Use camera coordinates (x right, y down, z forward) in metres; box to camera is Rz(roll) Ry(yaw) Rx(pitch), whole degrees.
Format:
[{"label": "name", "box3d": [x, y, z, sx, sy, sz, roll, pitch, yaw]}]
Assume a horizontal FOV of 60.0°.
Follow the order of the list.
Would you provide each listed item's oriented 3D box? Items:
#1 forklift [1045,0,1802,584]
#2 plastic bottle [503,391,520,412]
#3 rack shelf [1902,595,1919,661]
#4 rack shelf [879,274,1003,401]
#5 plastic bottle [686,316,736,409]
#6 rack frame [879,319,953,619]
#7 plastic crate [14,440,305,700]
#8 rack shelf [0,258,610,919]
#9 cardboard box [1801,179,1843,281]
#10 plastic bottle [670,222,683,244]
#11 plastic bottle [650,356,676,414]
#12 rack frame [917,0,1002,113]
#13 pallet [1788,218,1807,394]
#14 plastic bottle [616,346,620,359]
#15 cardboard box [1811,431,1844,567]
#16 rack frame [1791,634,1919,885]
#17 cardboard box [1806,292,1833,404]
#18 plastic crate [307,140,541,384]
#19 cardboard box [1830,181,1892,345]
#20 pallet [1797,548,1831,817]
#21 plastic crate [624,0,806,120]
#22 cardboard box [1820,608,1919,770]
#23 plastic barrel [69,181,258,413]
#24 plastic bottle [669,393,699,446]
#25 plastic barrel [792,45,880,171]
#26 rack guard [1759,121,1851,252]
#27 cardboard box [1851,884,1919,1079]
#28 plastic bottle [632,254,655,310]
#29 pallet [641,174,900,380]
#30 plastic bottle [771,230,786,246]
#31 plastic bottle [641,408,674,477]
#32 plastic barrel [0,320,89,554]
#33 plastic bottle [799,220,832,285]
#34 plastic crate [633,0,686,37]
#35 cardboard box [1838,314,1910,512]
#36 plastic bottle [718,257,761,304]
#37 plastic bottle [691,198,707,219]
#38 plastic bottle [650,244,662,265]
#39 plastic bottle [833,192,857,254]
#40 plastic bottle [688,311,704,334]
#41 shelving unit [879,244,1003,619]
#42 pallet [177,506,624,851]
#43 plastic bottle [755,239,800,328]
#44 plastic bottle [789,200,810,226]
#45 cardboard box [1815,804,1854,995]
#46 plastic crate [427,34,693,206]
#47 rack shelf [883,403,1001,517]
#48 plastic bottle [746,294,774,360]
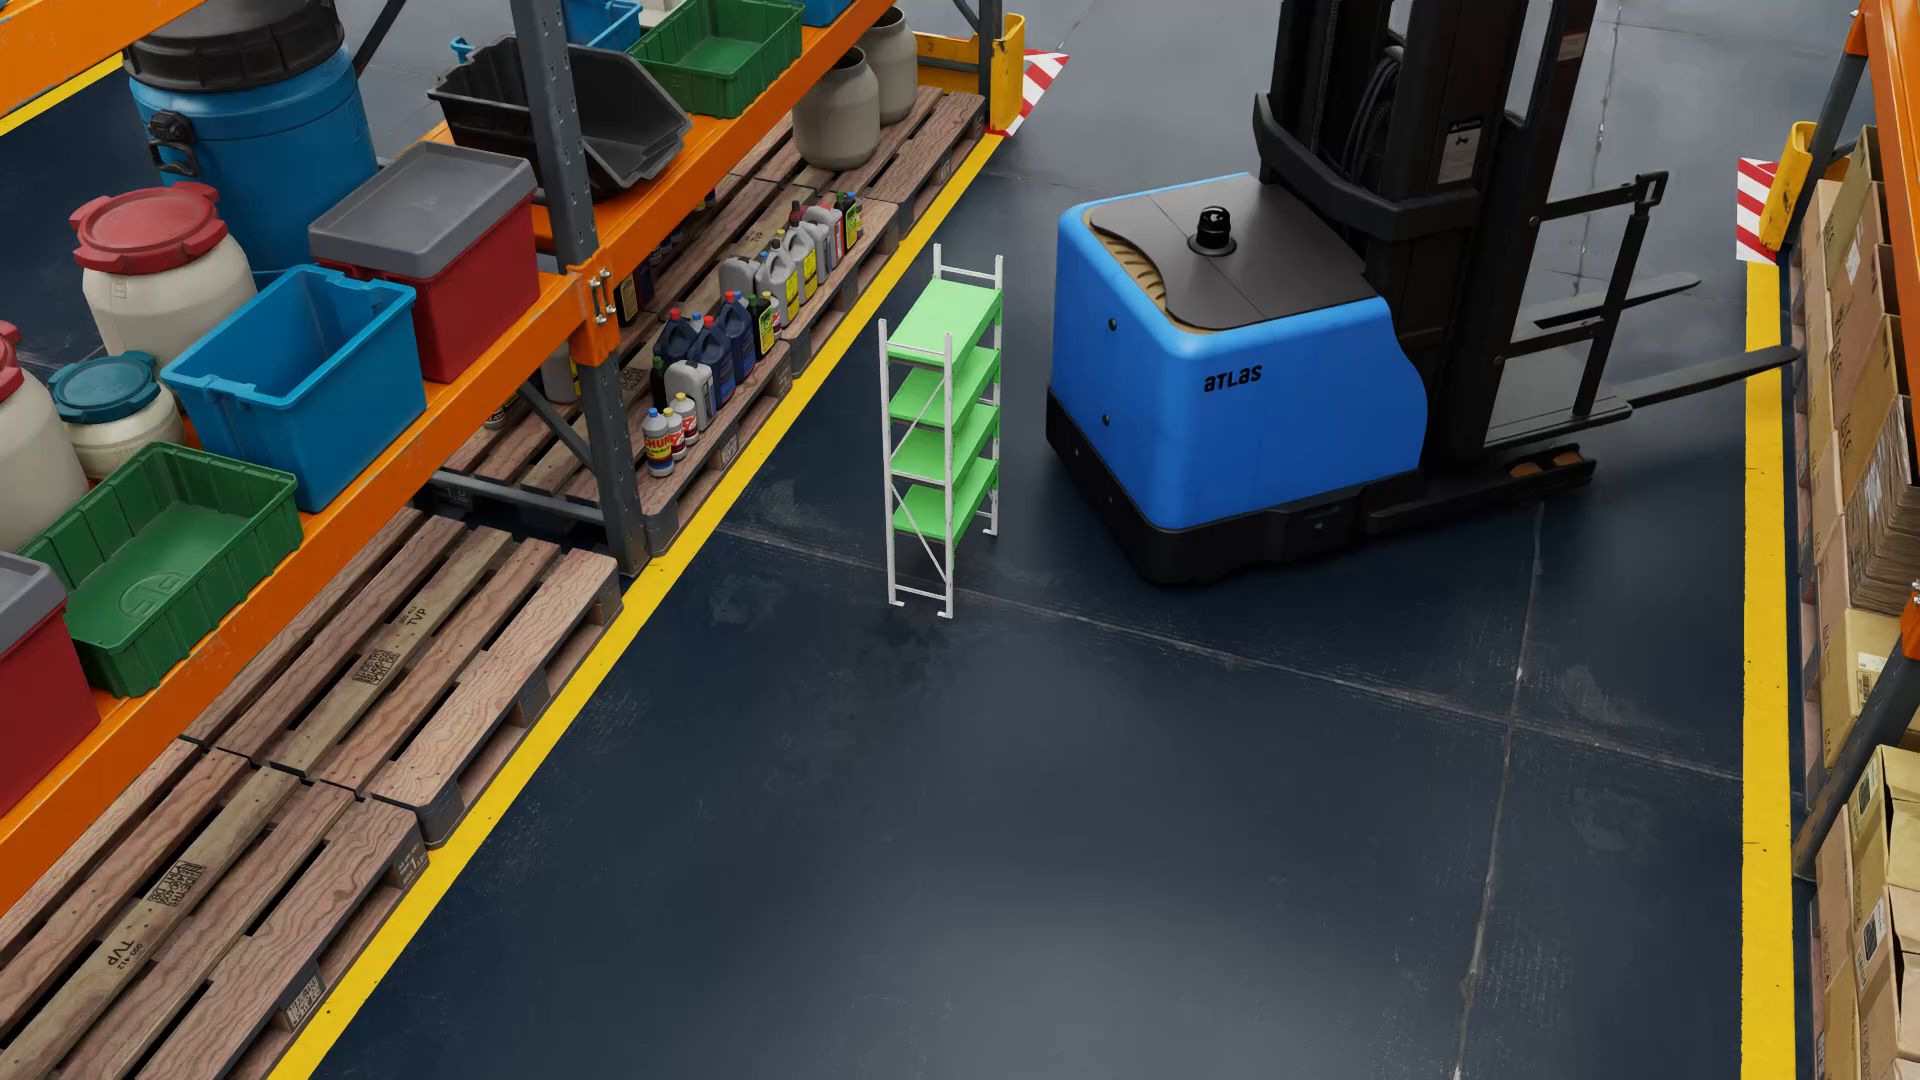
[{"label": "forklift", "box3d": [1.912, -1.554, 5.814, 3.031, 2.935, 1.130, -14, 42, -16]}, {"label": "plastic bottle", "box3d": [-1.784, -0.643, 6.447, 0.061, 0.283, 0.133, 15, 43, 17]}, {"label": "rack shelf", "box3d": [2.331, 1.453, 2.790, 1.077, 0.370, 4.000, 13, 42, 15]}, {"label": "rack shelf", "box3d": [-0.057, -0.672, 5.472, 0.258, 0.148, 0.480, 13, 42, 15]}, {"label": "plastic bottle", "box3d": [-0.972, -0.702, 6.464, 0.144, 0.351, 0.185, 14, 43, 16]}, {"label": "rack frame", "box3d": [-0.140, -0.207, 5.568, 0.240, 1.200, 0.015, 13, 42, 15]}, {"label": "plastic crate", "box3d": [-1.969, 0.063, 4.028, 0.450, 0.188, 0.662, 13, 42, 15]}, {"label": "rack shelf", "box3d": [-2.322, 0.351, 4.082, 1.077, 0.370, 4.000, 13, 42, 15]}, {"label": "cardboard box", "box3d": [3.991, -1.316, 7.277, 0.500, 0.250, 0.500, 13, 42, 15]}, {"label": "plastic bottle", "box3d": [-1.301, -1.466, 7.420, 0.097, 0.271, 0.097, 0, 40, 0]}, {"label": "plastic bottle", "box3d": [-1.133, -0.600, 6.396, 0.061, 0.283, 0.133, 13, 42, 15]}, {"label": "rack frame", "box3d": [-0.270, -3.582, 8.138, 1.000, 3.000, 0.127, 13, 42, 15]}, {"label": "pallet", "box3d": [4.161, -0.944, 7.194, 1.003, 0.211, 1.213, 13, 42, 15]}, {"label": "plastic bottle", "box3d": [-1.476, -0.830, 6.671, 0.152, 0.276, 0.135, 13, 42, 15]}, {"label": "cardboard box", "box3d": [3.306, -0.097, 5.847, 0.500, 0.250, 0.500, 13, 42, 15]}, {"label": "rack frame", "box3d": [3.015, -0.041, 3.987, 1.000, 3.000, 0.127, 13, 42, 15]}, {"label": "cardboard box", "box3d": [3.652, -0.706, 6.561, 0.500, 0.250, 0.500, 13, 42, 15]}, {"label": "plastic crate", "box3d": [-1.516, -0.804, 4.831, 0.402, 0.464, 0.583, 13, 42, 15]}, {"label": "cardboard box", "box3d": [3.662, -0.989, 6.315, 0.500, 0.500, 0.500, 13, 42, 15]}, {"label": "pallet", "box3d": [3.326, 0.544, 5.449, 1.003, 0.211, 1.213, 13, 42, 15]}, {"label": "plastic crate", "box3d": [-0.909, -1.827, 6.244, 0.450, 0.188, 0.662, 13, 42, 15]}, {"label": "cardboard box", "box3d": [2.968, 0.514, 5.131, 0.500, 0.250, 0.500, 13, 42, 15]}, {"label": "plastic barrel", "box3d": [-2.172, -0.659, 4.607, 0.433, 0.535, 0.433, 0, 40, 0]}, {"label": "plastic bottle", "box3d": [-1.048, -0.466, 6.303, 0.097, 0.201, 0.097, 0, 40, 0]}, {"label": "plastic barrel", "box3d": [-0.595, -2.071, 7.960, 0.421, 0.512, 0.421, 0, 40, 0]}, {"label": "rack guard", "box3d": [4.391, -1.544, 7.675, 1.175, 0.500, 0.348, 13, 42, 15]}, {"label": "cardboard box", "box3d": [2.464, 1.133, 3.974, 0.500, 0.311, 0.500, 13, 42, 15]}, {"label": "plastic bottle", "box3d": [-1.353, -1.122, 7.008, 0.061, 0.283, 0.133, 13, 42, 15]}, {"label": "pallet", "box3d": [-0.954, -1.229, 7.527, 1.003, 0.211, 1.213, 13, 42, 15]}, {"label": "plastic bottle", "box3d": [-0.770, -1.252, 7.223, 0.097, 0.201, 0.097, 0, 40, 0]}, {"label": "plastic bottle", "box3d": [-1.117, -0.369, 6.134, 0.097, 0.271, 0.097, 0, 40, 0]}, {"label": "plastic barrel", "box3d": [-2.422, -0.212, 4.082, 0.433, 0.535, 0.433, 0, 40, 0]}, {"label": "plastic bottle", "box3d": [-0.646, -1.264, 7.180, 0.152, 0.276, 0.135, 12, 42, 14]}, {"label": "plastic crate", "box3d": [-1.321, -2.089, 6.590, 0.530, 0.136, 0.437, 13, 42, 15]}, {"label": "cardboard box", "box3d": [3.318, -0.379, 5.601, 0.500, 0.500, 0.500, 13, 42, 15]}, {"label": "plastic bottle", "box3d": [-0.910, -1.066, 6.948, 0.152, 0.276, 0.135, 13, 42, 15]}, {"label": "plastic bottle", "box3d": [-1.219, -1.585, 7.614, 0.097, 0.201, 0.097, 0, 40, 0]}, {"label": "plastic bottle", "box3d": [-1.369, -1.318, 7.301, 0.097, 0.201, 0.097, 0, 40, 0]}, {"label": "plastic bottle", "box3d": [-0.509, -1.423, 7.361, 0.061, 0.283, 0.133, 14, 43, 16]}, {"label": "plastic bottle", "box3d": [-1.036, -0.787, 6.625, 0.097, 0.271, 0.097, 0, 40, 0]}, {"label": "shelving unit", "box3d": [-0.057, -0.355, 5.742, 0.258, 1.200, 0.503, 13, 42, 15]}, {"label": "pallet", "box3d": [-1.870, 0.406, 5.612, 1.003, 0.211, 1.213, 13, 42, 15]}, {"label": "plastic bottle", "box3d": [-0.762, -1.077, 6.903, 0.144, 0.351, 0.185, 13, 42, 15]}, {"label": "plastic bottle", "box3d": [-0.699, -1.374, 7.304, 0.061, 0.283, 0.133, 13, 42, 15]}, {"label": "cardboard box", "box3d": [2.644, 1.037, 4.519, 0.500, 0.250, 0.500, 12, 42, 14]}, {"label": "plastic crate", "box3d": [-1.340, -1.410, 5.639, 0.767, 0.338, 0.504, 13, 42, 15]}, {"label": "rack shelf", "box3d": [-0.057, -0.307, 5.784, 0.258, 0.148, 0.480, 13, 42, 15]}, {"label": "plastic bottle", "box3d": [-0.812, -0.883, 6.728, 0.061, 0.283, 0.133, 15, 43, 17]}]
